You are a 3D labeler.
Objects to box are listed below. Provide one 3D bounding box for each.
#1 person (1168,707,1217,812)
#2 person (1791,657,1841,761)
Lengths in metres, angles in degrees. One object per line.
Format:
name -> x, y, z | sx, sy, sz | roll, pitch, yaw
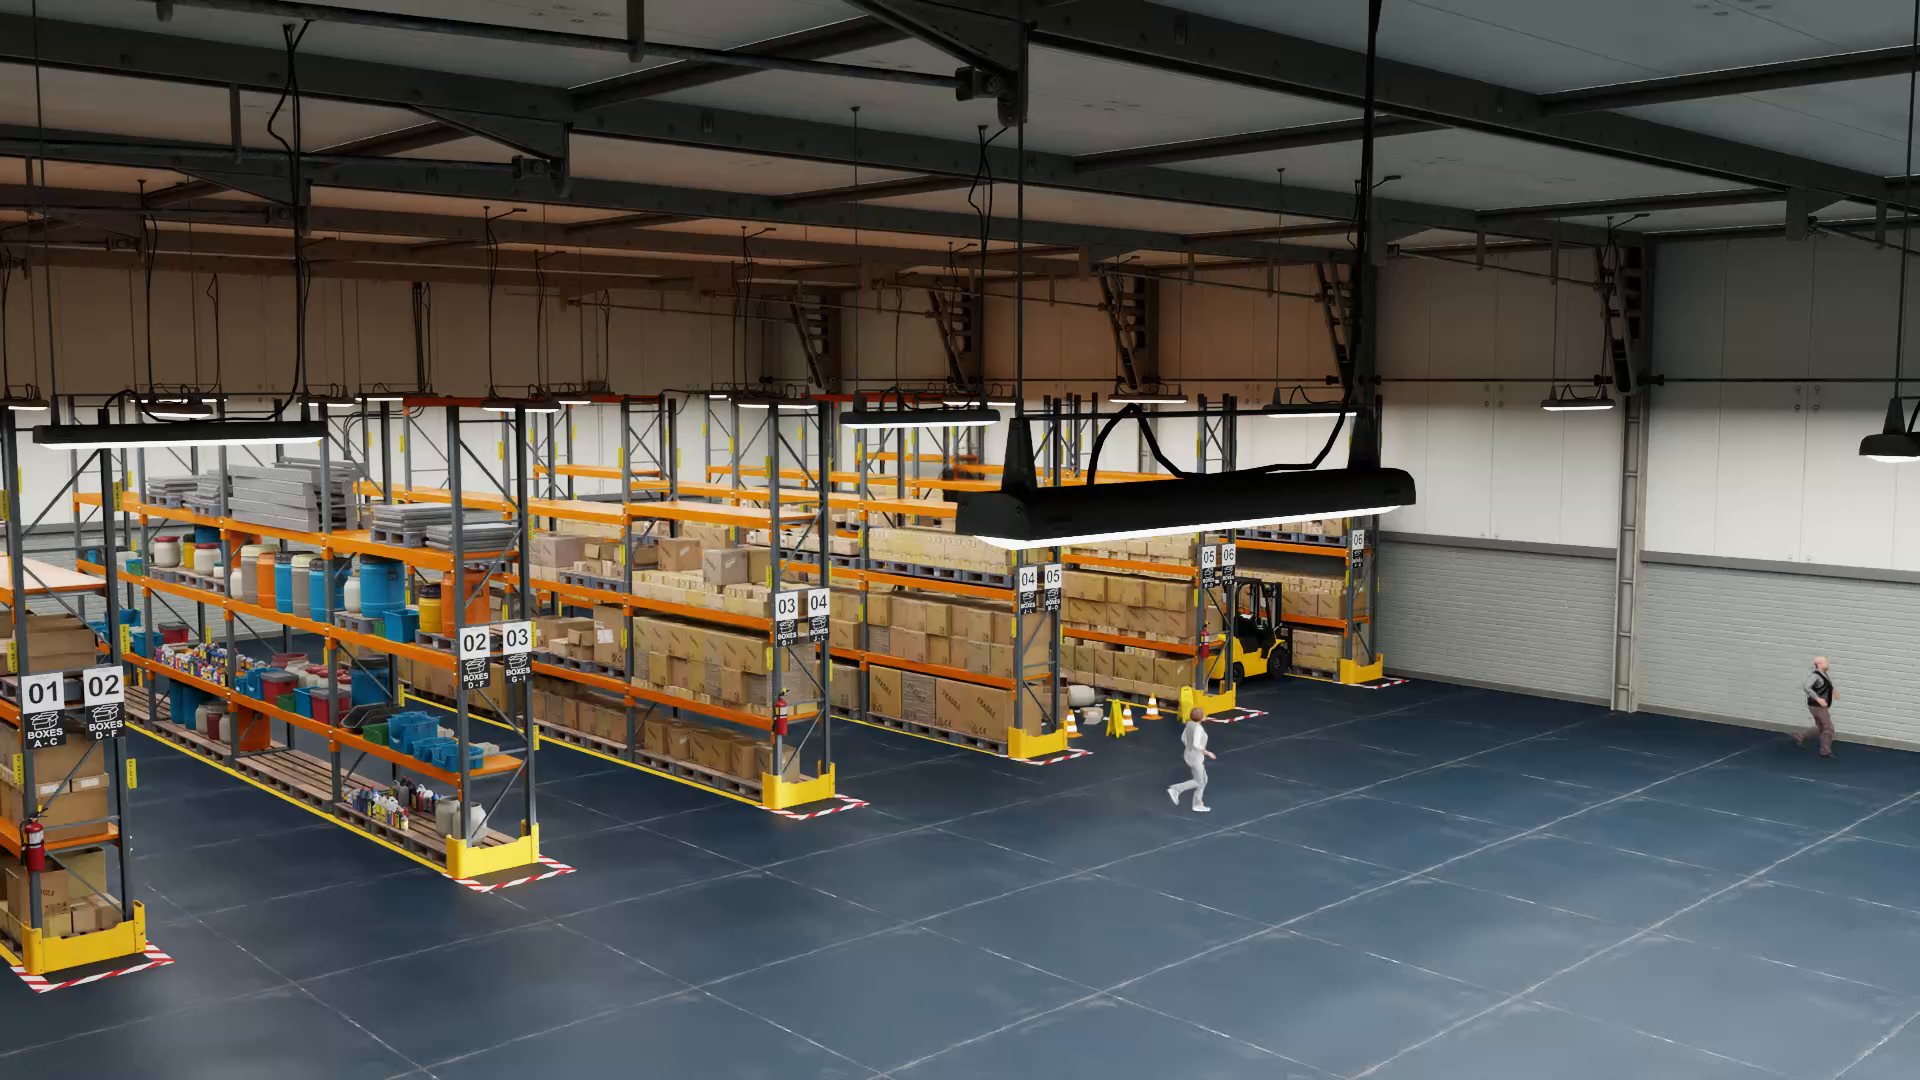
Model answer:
person -> 3.354, 3.215, 24.302 | 0.694, 1.561, 0.524 | -1, 6, -10
person -> 14.323, 2.795, 27.798 | 0.767, 1.716, 0.669 | 4, 7, 37
